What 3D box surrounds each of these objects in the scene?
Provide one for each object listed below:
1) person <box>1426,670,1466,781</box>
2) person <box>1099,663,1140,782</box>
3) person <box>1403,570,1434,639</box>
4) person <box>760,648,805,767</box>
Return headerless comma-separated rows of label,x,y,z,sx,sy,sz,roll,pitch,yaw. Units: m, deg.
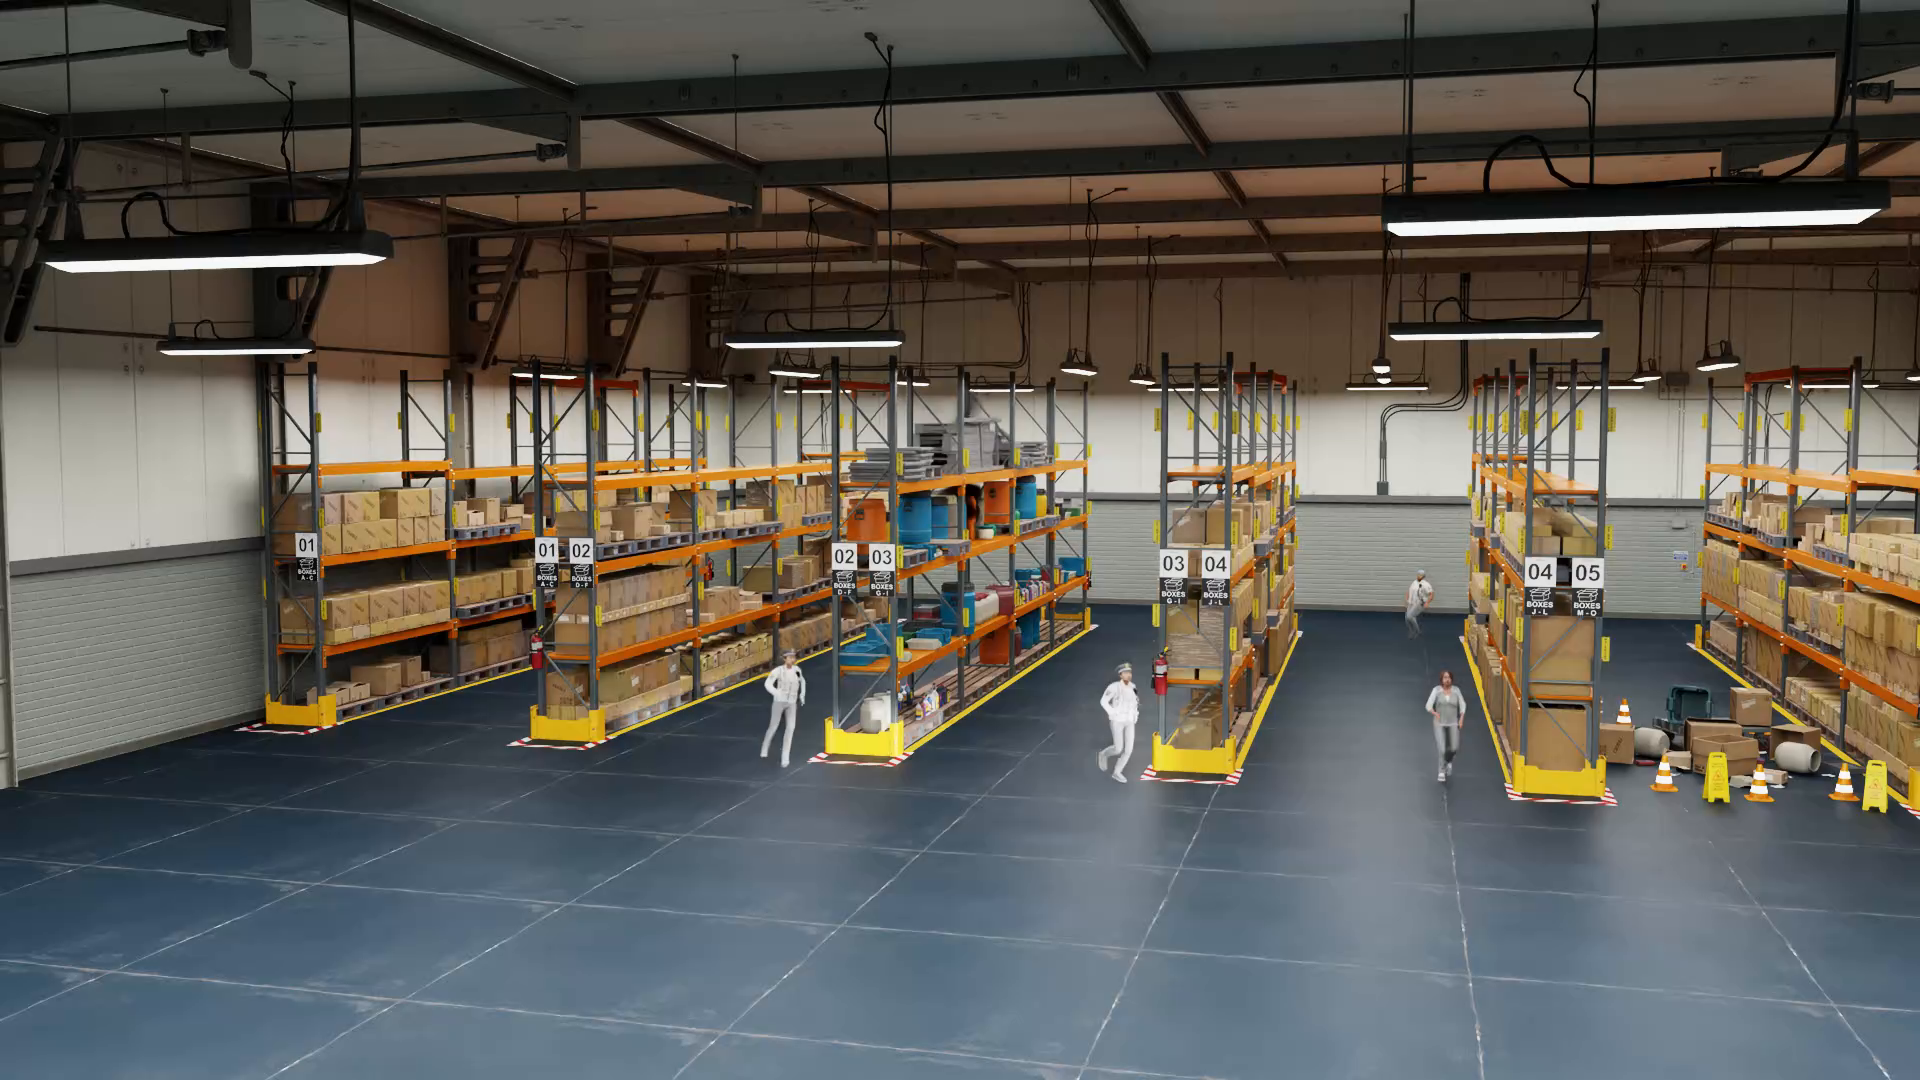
person,6.777,2.590,23.176,0.552,1.557,0.533,1,4,10
person,2.268,2.540,23.407,0.640,1.660,0.552,-2,4,-26
person,10.534,1.501,38.466,0.558,1.627,0.659,-2,4,-26
person,-2.562,2.441,24.568,0.680,1.699,0.805,-2,4,-21
